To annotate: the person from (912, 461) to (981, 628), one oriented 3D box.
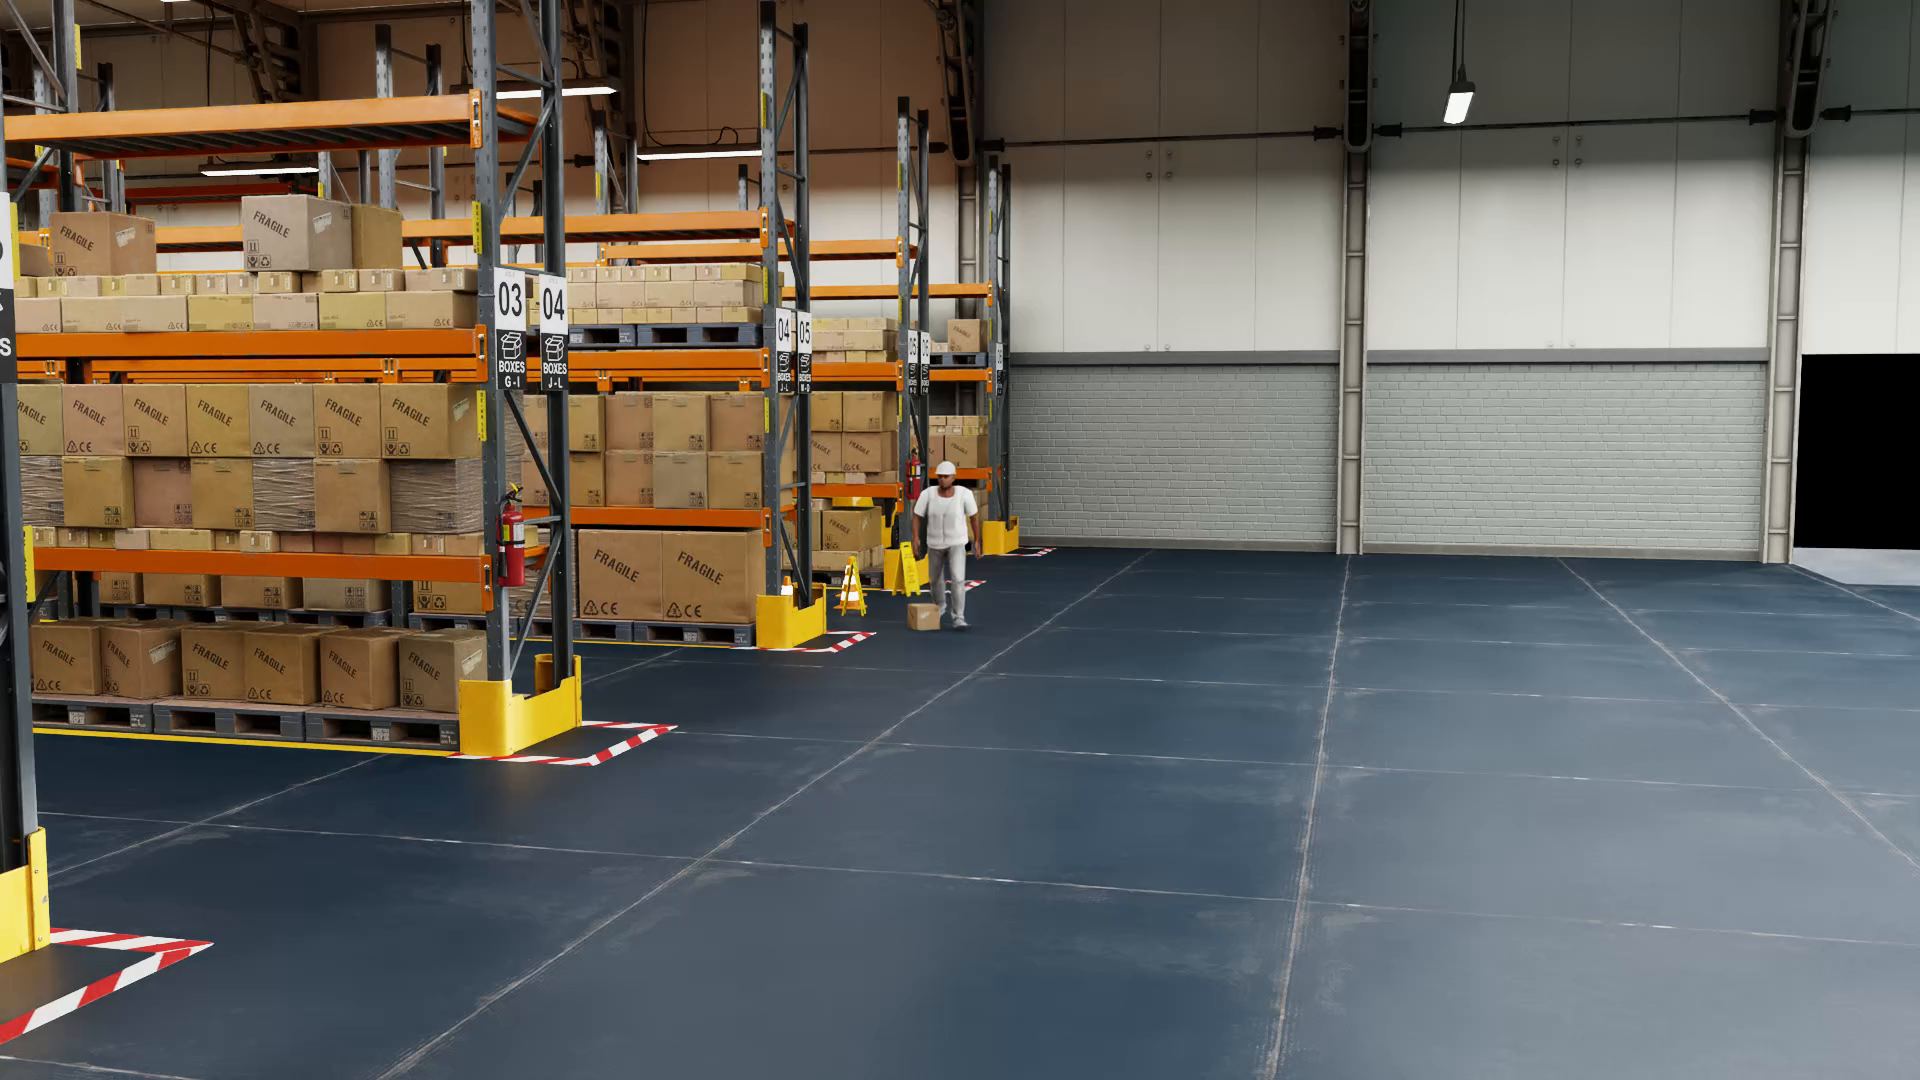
[{"bbox_3d":[-0.120,0.033,17.163,0.683,1.710,0.848,1,5,12],"label":"person"}]
